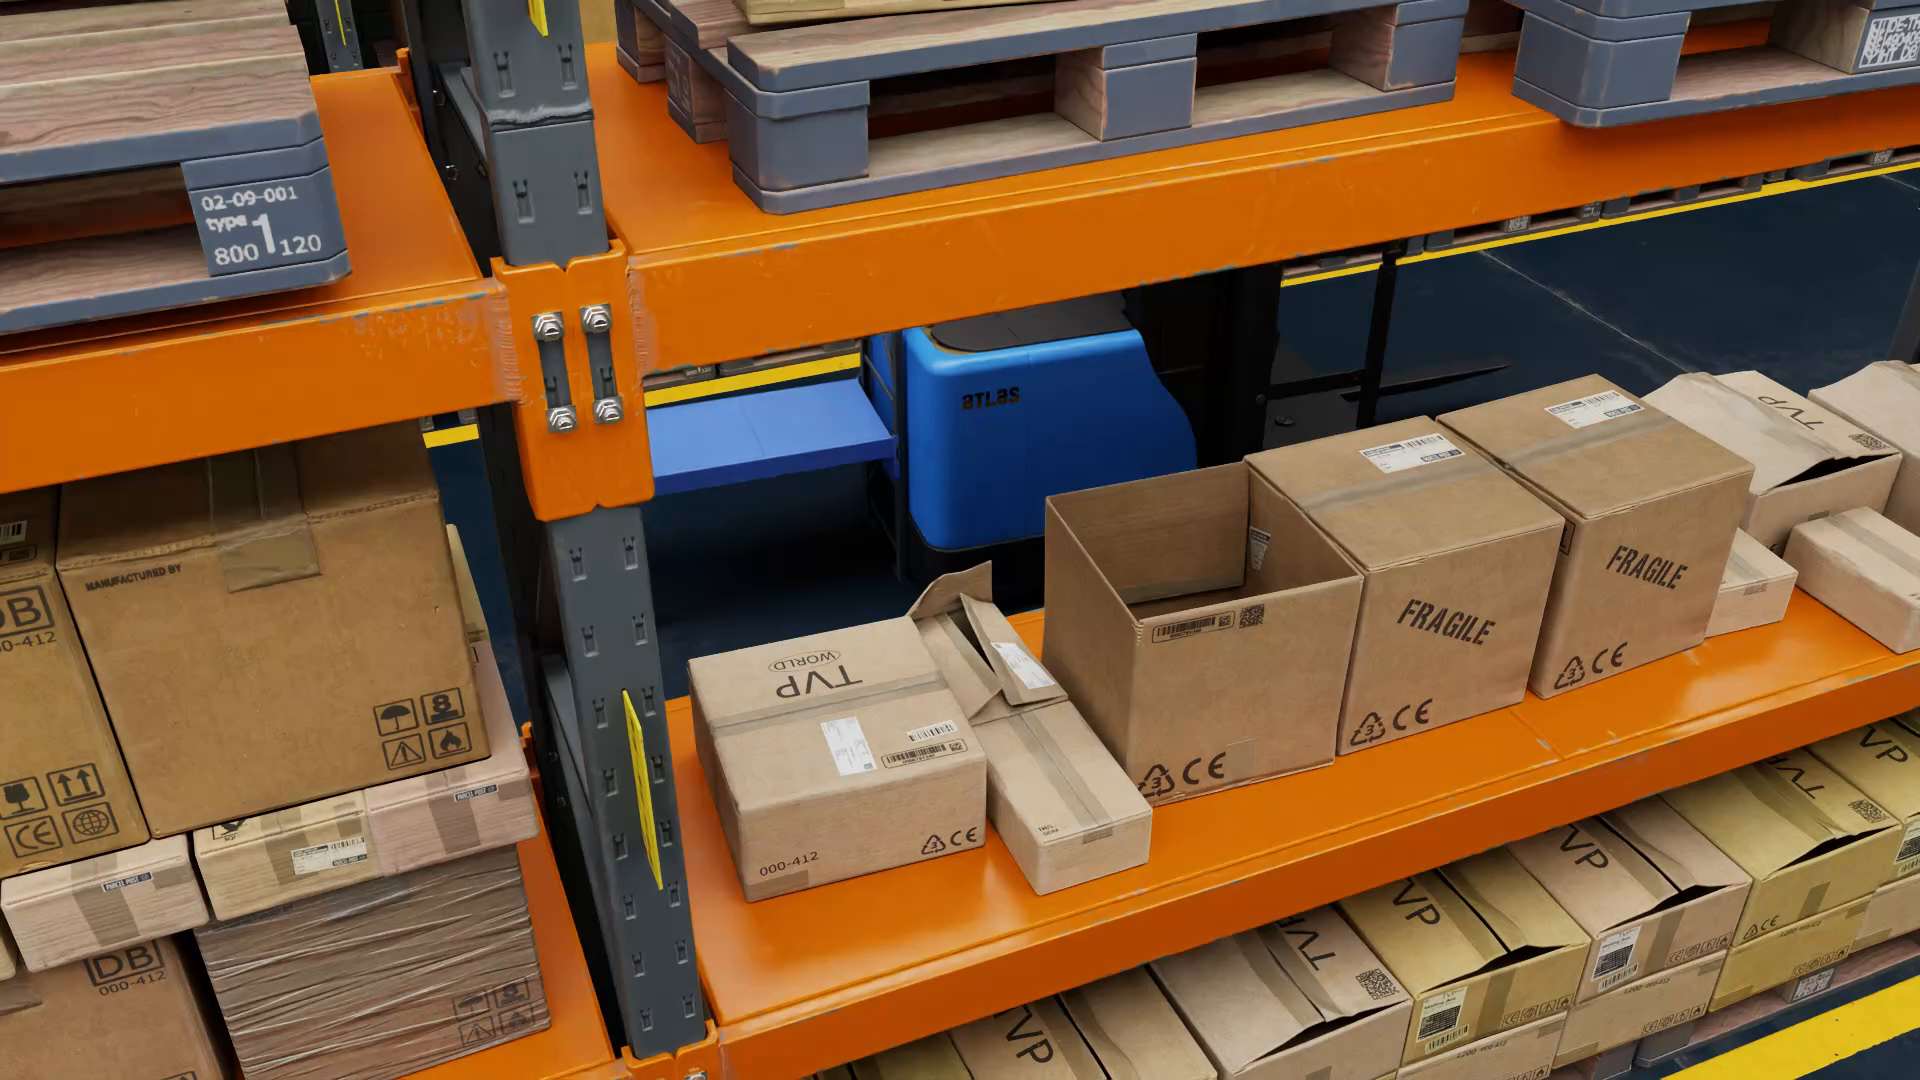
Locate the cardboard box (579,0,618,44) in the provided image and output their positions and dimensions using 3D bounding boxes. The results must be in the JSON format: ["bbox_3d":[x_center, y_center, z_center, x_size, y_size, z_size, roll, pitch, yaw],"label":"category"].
[{"bbox_3d":[-1.621,-2.419,7.222,0.500,0.500,0.700,-9,34,-14],"label":"cardboard box"}]

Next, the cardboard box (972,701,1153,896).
[{"bbox_3d":[0.196,0.524,3.425,0.250,0.149,0.380,-13,35,-19],"label":"cardboard box"}]

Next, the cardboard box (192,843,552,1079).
[{"bbox_3d":[-1.107,0.558,3.051,0.500,0.500,0.700,-14,36,-20],"label":"cardboard box"}]

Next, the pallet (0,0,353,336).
[{"bbox_3d":[-1.477,-0.525,2.137,1.213,0.211,1.003,-13,35,-19],"label":"pallet"}]

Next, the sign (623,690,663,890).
[{"bbox_3d":[-0.484,0.385,2.541,0.005,0.325,0.100,-13,35,-19],"label":"sign"}]

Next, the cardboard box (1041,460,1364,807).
[{"bbox_3d":[0.500,0.195,3.607,0.500,0.500,0.500,-10,34,-16],"label":"cardboard box"}]

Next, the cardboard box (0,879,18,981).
[{"bbox_3d":[-1.579,0.518,2.518,0.250,0.149,0.380,-13,35,-19],"label":"cardboard box"}]

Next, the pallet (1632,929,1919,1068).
[{"bbox_3d":[2.213,0.981,5.049,1.213,0.211,1.003,-13,35,-19],"label":"pallet"}]

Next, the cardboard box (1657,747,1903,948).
[{"bbox_3d":[2.123,0.747,4.474,0.500,0.311,0.500,-13,35,-20],"label":"cardboard box"}]

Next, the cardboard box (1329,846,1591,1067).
[{"bbox_3d":[1.194,0.957,4.151,0.500,0.311,0.500,-12,35,-18],"label":"cardboard box"}]

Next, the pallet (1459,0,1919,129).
[{"bbox_3d":[1.367,-1.094,3.104,1.213,0.211,1.003,-11,35,-17],"label":"pallet"}]

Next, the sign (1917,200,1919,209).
[{"bbox_3d":[2.769,-1.065,4.647,0.005,0.325,0.100,-13,35,-19],"label":"sign"}]

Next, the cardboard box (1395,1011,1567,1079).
[{"bbox_3d":[1.185,1.194,4.301,0.500,0.250,0.500,-12,35,-18],"label":"cardboard box"}]

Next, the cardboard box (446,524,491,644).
[{"bbox_3d":[-1.023,0.148,3.086,0.250,0.149,0.380,-13,35,-19],"label":"cardboard box"}]

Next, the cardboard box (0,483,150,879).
[{"bbox_3d":[-1.573,0.121,2.532,0.500,0.500,0.700,-13,35,-19],"label":"cardboard box"}]

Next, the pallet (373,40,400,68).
[{"bbox_3d":[-1.861,-1.995,7.242,1.213,0.211,1.003,-13,35,-19],"label":"pallet"}]

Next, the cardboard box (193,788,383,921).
[{"bbox_3d":[-1.097,0.405,2.691,0.250,0.149,0.380,-14,35,-20],"label":"cardboard box"}]

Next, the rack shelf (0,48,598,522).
[{"bbox_3d":[-2.545,-0.031,1.956,4.000,0.370,1.077,-13,35,-19],"label":"rack shelf"}]

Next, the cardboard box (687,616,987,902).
[{"bbox_3d":[-0.263,0.440,3.462,0.500,0.250,0.500,-11,35,-16],"label":"cardboard box"}]

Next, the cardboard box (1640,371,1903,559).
[{"bbox_3d":[2.088,-0.213,4.409,0.500,0.311,0.500,-13,35,-19],"label":"cardboard box"}]

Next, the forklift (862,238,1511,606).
[{"bbox_3d":[1.166,-1.440,6.276,3.031,2.935,1.130,-10,34,-15],"label":"forklift"}]

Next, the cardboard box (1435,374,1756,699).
[{"bbox_3d":[1.447,-0.021,3.941,0.500,0.500,0.500,-15,36,-21],"label":"cardboard box"}]

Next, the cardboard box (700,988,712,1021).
[{"bbox_3d":[-0.438,1.014,4.063,0.500,0.311,0.500,-13,35,-19],"label":"cardboard box"}]

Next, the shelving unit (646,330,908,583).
[{"bbox_3d":[-0.780,-0.507,6.153,1.048,1.500,0.538,-10,34,-15],"label":"shelving unit"}]

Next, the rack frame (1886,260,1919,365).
[{"bbox_3d":[2.988,-0.342,4.525,0.127,3.000,1.000,-13,35,-19],"label":"rack frame"}]

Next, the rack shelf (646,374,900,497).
[{"bbox_3d":[-0.780,-0.356,6.251,1.000,0.185,0.538,-10,34,-15],"label":"rack shelf"}]

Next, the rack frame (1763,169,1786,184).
[{"bbox_3d":[4.755,-3.677,9.650,0.127,3.000,1.000,-13,35,-19],"label":"rack frame"}]

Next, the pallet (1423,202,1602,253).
[{"bbox_3d":[2.946,-2.047,9.703,1.213,0.211,1.003,-13,35,-19],"label":"pallet"}]

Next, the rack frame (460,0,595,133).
[{"bbox_3d":[-0.701,-2.012,1.591,0.127,3.000,1.000,-13,35,-19],"label":"rack frame"}]

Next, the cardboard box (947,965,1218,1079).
[{"bbox_3d":[0.241,1.179,3.810,0.500,0.311,0.500,-13,35,-19],"label":"cardboard box"}]

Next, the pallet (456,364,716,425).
[{"bbox_3d":[-1.904,-0.984,8.069,1.213,0.211,1.003,-13,35,-19],"label":"pallet"}]

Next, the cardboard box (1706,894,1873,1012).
[{"bbox_3d":[2.123,0.979,4.631,0.500,0.250,0.500,-13,35,-19],"label":"cardboard box"}]

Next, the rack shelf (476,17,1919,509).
[{"bbox_3d":[1.144,-0.875,3.254,4.000,0.370,1.077,-13,35,-19],"label":"rack shelf"}]
